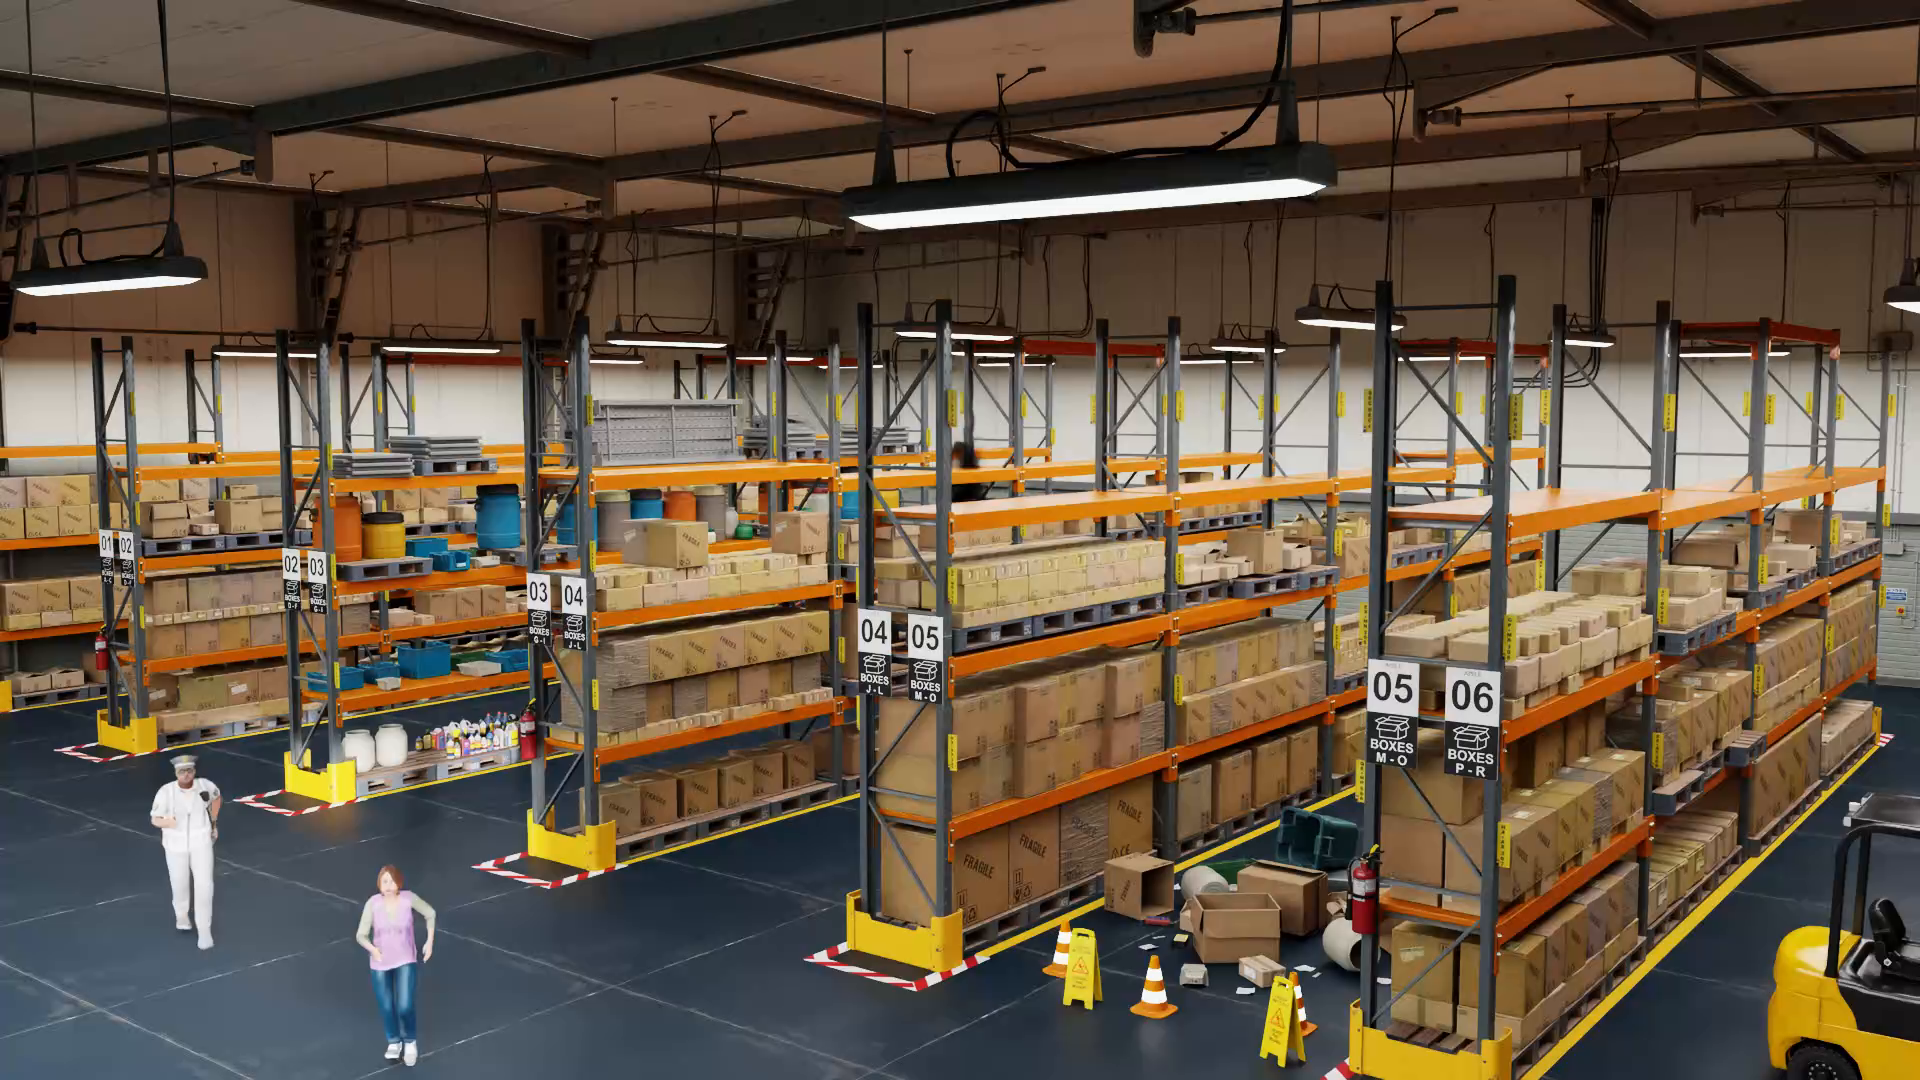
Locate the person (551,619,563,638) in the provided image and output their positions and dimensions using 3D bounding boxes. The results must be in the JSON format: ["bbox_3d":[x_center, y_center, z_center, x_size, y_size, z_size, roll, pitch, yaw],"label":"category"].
[{"bbox_3d":[-6.524,1.922,27.604,0.644,1.740,0.660,3,6,32],"label":"person"}]

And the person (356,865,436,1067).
[{"bbox_3d":[-4.314,3.270,12.725,0.569,1.595,0.641,-1,5,-13],"label":"person"}]

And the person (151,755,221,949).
[{"bbox_3d":[-7.318,2.918,15.758,0.603,1.833,0.866,-2,5,-24],"label":"person"}]
